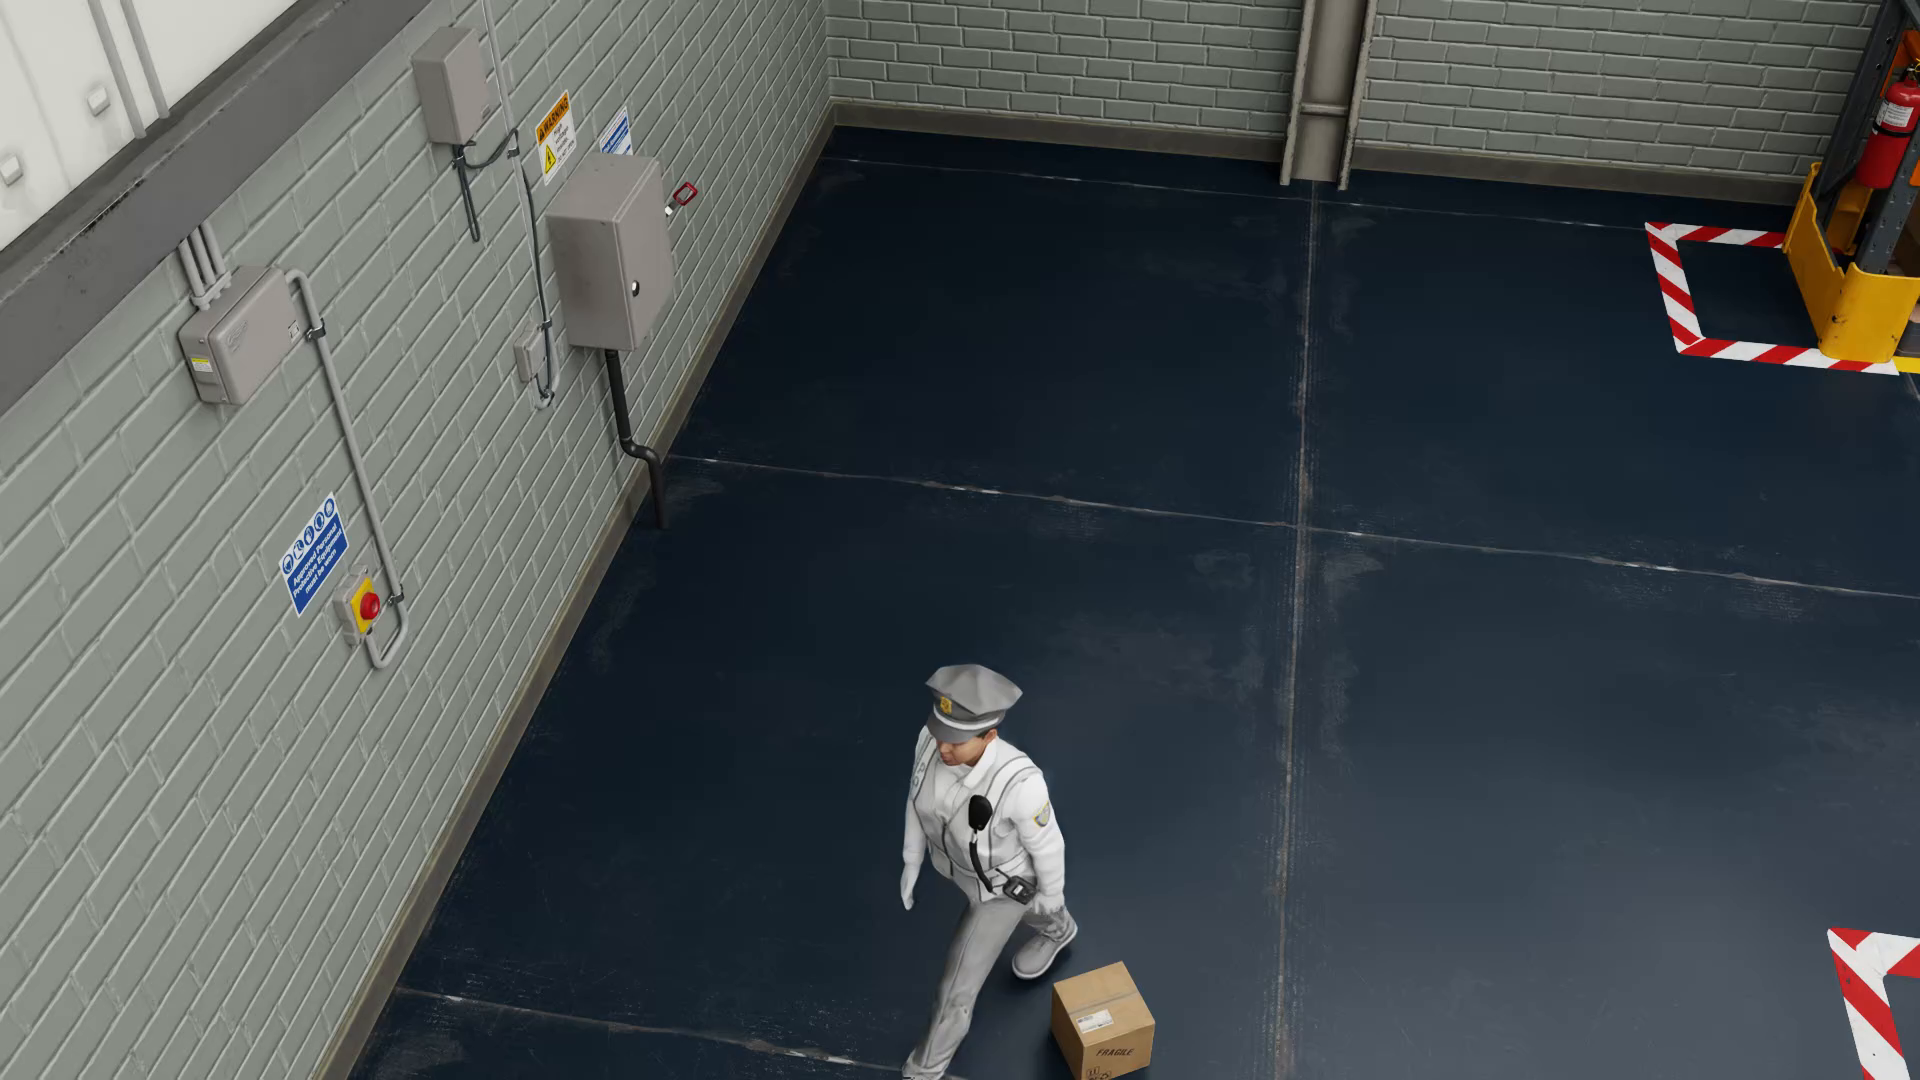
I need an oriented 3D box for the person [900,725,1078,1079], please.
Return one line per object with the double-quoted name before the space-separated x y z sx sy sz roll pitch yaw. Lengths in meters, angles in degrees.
"person" 0.028 0.996 5.001 1.022 1.580 0.483 -30 49 -30
